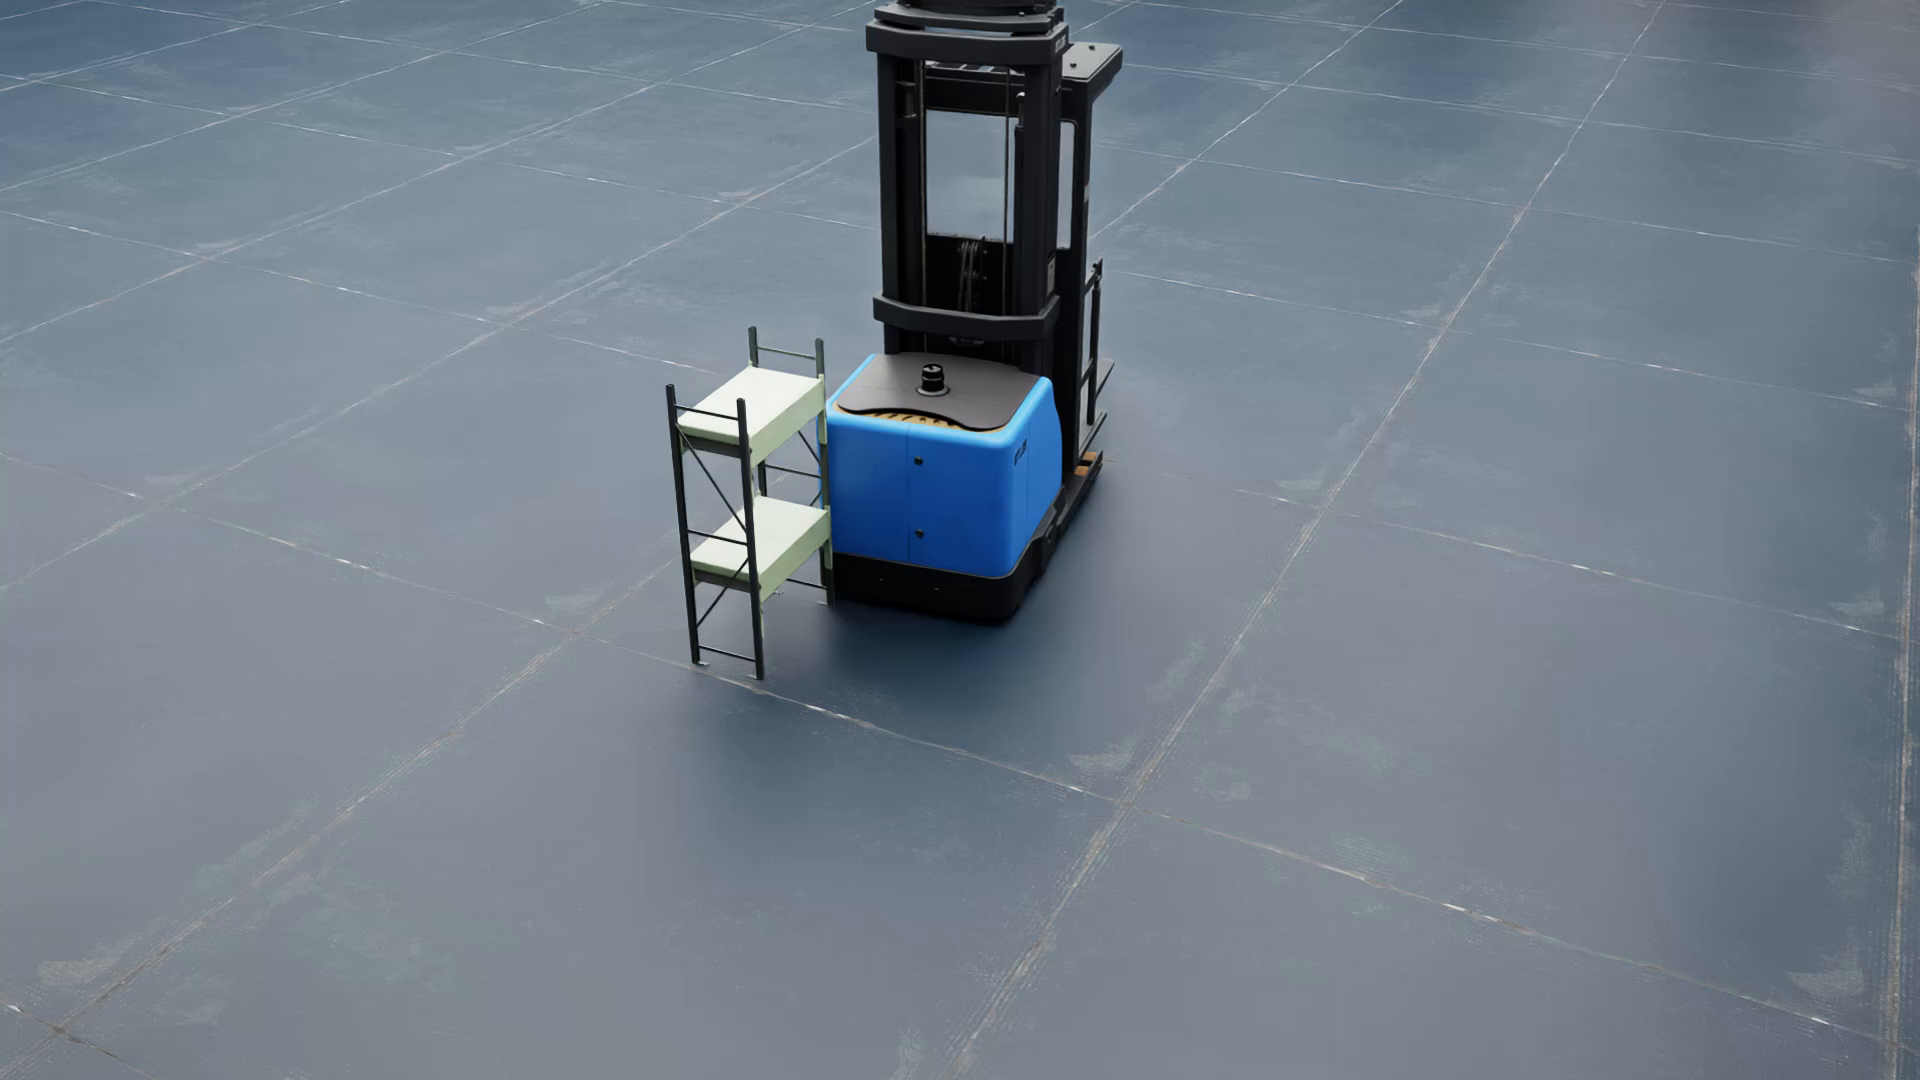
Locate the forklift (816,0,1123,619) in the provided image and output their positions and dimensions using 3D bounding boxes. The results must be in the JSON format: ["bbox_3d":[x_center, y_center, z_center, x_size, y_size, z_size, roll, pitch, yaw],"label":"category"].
[{"bbox_3d":[0.212,-1.593,9.080,1.130,2.935,3.031,9,31,16],"label":"forklift"}]

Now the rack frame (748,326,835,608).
[{"bbox_3d":[-0.837,-0.342,8.339,0.400,1.500,0.023,12,32,21],"label":"rack frame"}]

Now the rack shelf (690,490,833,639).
[{"bbox_3d":[-0.985,0.108,8.211,0.431,0.370,0.720,12,32,21],"label":"rack shelf"}]

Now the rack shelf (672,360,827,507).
[{"bbox_3d":[-0.985,-0.514,7.855,0.431,0.370,0.720,12,32,21],"label":"rack shelf"}]

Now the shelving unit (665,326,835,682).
[{"bbox_3d":[-0.985,-0.175,8.049,0.431,1.500,0.755,12,32,21],"label":"shelving unit"}]

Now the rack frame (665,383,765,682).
[{"bbox_3d":[-1.133,-0.008,7.759,0.400,1.500,0.023,12,32,21],"label":"rack frame"}]
